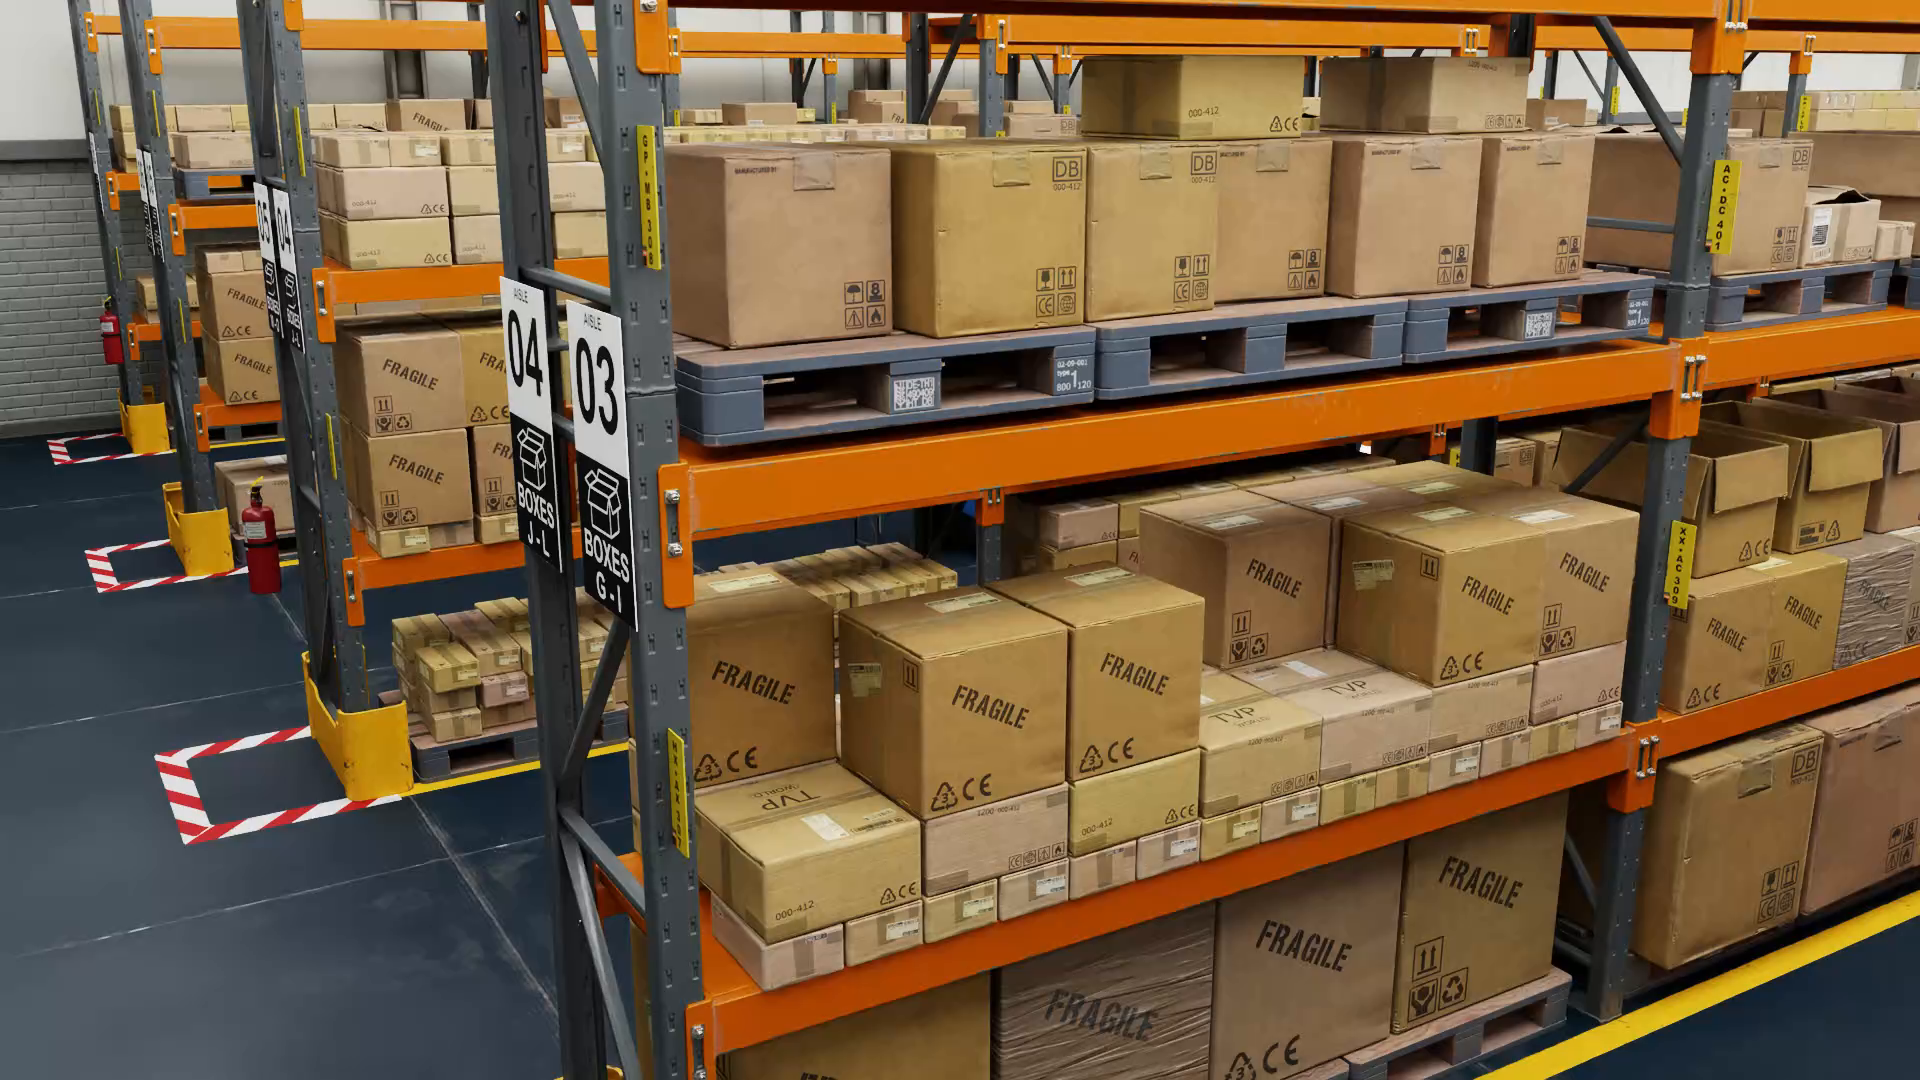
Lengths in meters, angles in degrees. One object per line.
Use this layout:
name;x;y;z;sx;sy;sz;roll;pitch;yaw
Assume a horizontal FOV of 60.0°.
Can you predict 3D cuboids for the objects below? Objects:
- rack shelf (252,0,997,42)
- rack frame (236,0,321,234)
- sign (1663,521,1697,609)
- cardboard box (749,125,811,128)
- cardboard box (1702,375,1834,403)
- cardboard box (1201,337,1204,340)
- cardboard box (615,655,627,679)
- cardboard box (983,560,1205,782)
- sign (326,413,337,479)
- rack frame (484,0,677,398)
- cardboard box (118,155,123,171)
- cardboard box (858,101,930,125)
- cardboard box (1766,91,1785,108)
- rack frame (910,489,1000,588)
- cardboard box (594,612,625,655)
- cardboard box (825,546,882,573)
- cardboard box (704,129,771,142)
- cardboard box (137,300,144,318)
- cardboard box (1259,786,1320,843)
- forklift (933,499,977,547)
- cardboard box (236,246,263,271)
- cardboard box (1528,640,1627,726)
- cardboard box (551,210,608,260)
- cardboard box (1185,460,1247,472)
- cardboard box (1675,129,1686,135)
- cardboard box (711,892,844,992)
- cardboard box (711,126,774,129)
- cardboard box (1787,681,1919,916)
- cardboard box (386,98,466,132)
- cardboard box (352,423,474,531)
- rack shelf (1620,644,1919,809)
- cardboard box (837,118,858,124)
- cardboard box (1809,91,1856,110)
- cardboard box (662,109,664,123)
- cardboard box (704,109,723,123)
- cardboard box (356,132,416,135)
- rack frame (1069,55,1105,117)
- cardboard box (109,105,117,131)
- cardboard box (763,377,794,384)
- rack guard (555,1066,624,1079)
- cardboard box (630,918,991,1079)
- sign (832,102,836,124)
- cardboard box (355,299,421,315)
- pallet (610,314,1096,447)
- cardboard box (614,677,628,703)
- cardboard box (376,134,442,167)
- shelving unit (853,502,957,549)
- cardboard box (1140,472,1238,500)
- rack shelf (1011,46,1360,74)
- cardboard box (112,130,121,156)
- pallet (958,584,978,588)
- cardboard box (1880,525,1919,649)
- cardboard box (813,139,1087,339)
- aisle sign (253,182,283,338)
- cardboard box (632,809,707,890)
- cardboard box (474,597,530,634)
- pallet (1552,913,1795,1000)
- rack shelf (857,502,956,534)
rack shelf;-1.759;-3.003;9.289;4.000;0.370;1.077;-9;18;-30
rack frame;-3.473;-3.073;8.200;0.127;3.000;1.000;-9;18;-30
sign;2.711;0.095;6.264;0.005;0.325;0.100;-9;18;-30
cardboard box;-1.101;-2.457;10.173;0.250;0.149;0.380;-10;18;-31
cardboard box;7.388;-1.103;15.445;0.875;0.875;0.875;-9;18;-29
cardboard box;1.547;-1.428;12.031;0.250;0.149;0.380;-10;18;-30
cardboard box;-2.009;0.681;9.877;0.250;0.149;0.380;-10;19;-32
cardboard box;0.415;0.398;5.270;0.500;0.500;0.500;-10;18;-31
sign;-3.193;-0.476;8.445;0.005;0.325;0.100;-9;18;-30
rack frame;-1.005;-1.911;4.056;0.127;3.000;1.000;-9;18;-30
cardboard box;-8.513;-3.885;17.119;0.250;0.149;0.380;-9;18;-28
cardboard box;-0.613;-3.810;15.424;0.500;0.500;0.500;-9;18;-29
cardboard box;7.179;-3.970;14.981;0.250;0.149;0.380;-9;18;-30
rack frame;-0.044;-0.740;10.993;0.127;3.000;1.000;-9;18;-30
cardboard box;-1.980;0.544;9.813;0.250;0.149;0.380;-8;18;-28
cardboard box;-0.713;0.168;11.153;0.250;0.149;0.380;-8;18;-27
cardboard box;-1.267;-2.253;9.444;0.250;0.149;0.380;-9;18;-30
cardboard box;-8.523;-2.451;17.560;0.250;0.149;0.380;-9;18;-30
cardboard box;1.011;0.874;5.699;0.250;0.149;0.380;-9;18;-29
forklift;1.139;-1.613;14.235;3.031;2.935;1.130;-10;19;-32
cardboard box;-5.474;-2.196;12.945;0.250;0.149;0.380;-9;18;-28
cardboard box;2.180;0.472;6.394;0.500;0.250;0.500;-10;18;-31
cardboard box;-2.068;-1.706;9.160;0.500;0.250;0.500;-10;18;-32
cardboard box;1.803;-0.480;12.528;0.500;0.250;0.500;-9;18;-29
cardboard box;5.868;-3.252;13.712;0.500;0.250;0.500;-9;18;-30
cardboard box;-0.531;1.125;4.803;0.250;0.149;0.380;-9;18;-29
cardboard box;-1.312;-2.416;10.028;0.250;0.149;0.380;-10;18;-31
cardboard box;3.727;1.024;7.857;0.875;0.875;1.225;-10;18;-32
cardboard box;-4.304;-3.304;13.432;0.500;0.500;0.500;-9;18;-29
cardboard box;-2.946;-0.374;8.951;0.500;0.500;0.500;-8;18;-27
rack shelf;4.138;0.490;7.938;4.000;0.370;1.077;-9;18;-30
cardboard box;-1.356;-5.136;20.586;0.250;0.166;0.380;-9;18;-30
cardboard box;7.519;-3.818;14.439;0.250;0.149;0.380;-9;18;-30
cardboard box;-3.468;-4.904;19.241;0.250;0.149;0.380;-9;18;-29
cardboard box;-2.850;-5.022;19.698;0.250;0.149;0.380;-10;18;-31
cardboard box;-3.089;-2.120;8.970;0.250;0.149;0.380;-9;18;-29
rack frame;1.618;-7.020;22.281;0.127;3.000;1.000;-9;18;-30
cardboard box;-8.431;-4.346;17.099;0.500;0.250;0.500;-10;18;-31
cardboard box;-1.194;-1.144;9.845;0.500;0.500;0.500;-9;18;-28
rack guard;-1.026;2.184;5.191;0.348;0.500;1.175;-9;18;-30
cardboard box;-0.498;1.691;5.479;0.875;0.875;0.875;-9;18;-30
sign;-1.533;-5.143;20.184;0.005;0.325;0.100;-9;18;-30
cardboard box;-4.674;-1.993;13.423;0.500;0.500;0.500;-9;18;-30
pallet;-0.375;-0.530;4.849;1.213;0.211;1.003;-9;18;-30
cardboard box;-2.022;0.828;9.901;0.250;0.149;0.380;-9;18;-30
cardboard box;-2.850;-2.013;8.588;0.250;0.149;0.380;-8;18;-27
shelving unit;-0.446;-0.640;13.414;0.755;1.500;0.431;-10;19;-32
cardboard box;1.620;-0.286;11.836;0.500;0.250;0.500;-8;18;-28
rack shelf;2.463;-5.055;17.345;4.000;0.370;1.077;-9;18;-30
cardboard box;-8.427;-4.103;17.161;0.500;0.250;0.500;-10;18;-31
pallet;0.622;0.494;11.757;1.213;0.211;1.003;-9;18;-30
cardboard box;4.247;0.155;7.616;0.500;0.500;0.500;-9;18;-29
cardboard box;-0.043;-0.900;4.859;0.500;0.500;0.700;-10;19;-32
aisle sign;-3.690;-1.495;8.870;0.004;0.787;0.394;-9;18;-30
cardboard box;-0.870;0.973;5.348;0.250;0.149;0.380;-9;18;-29
cardboard box;-2.748;0.481;10.040;0.250;0.149;0.380;-10;18;-31
pallet;3.046;1.639;7.670;1.213;0.211;1.003;-9;18;-30
rack shelf;-0.446;-0.326;13.502;0.720;0.370;0.431;-10;19;-32
